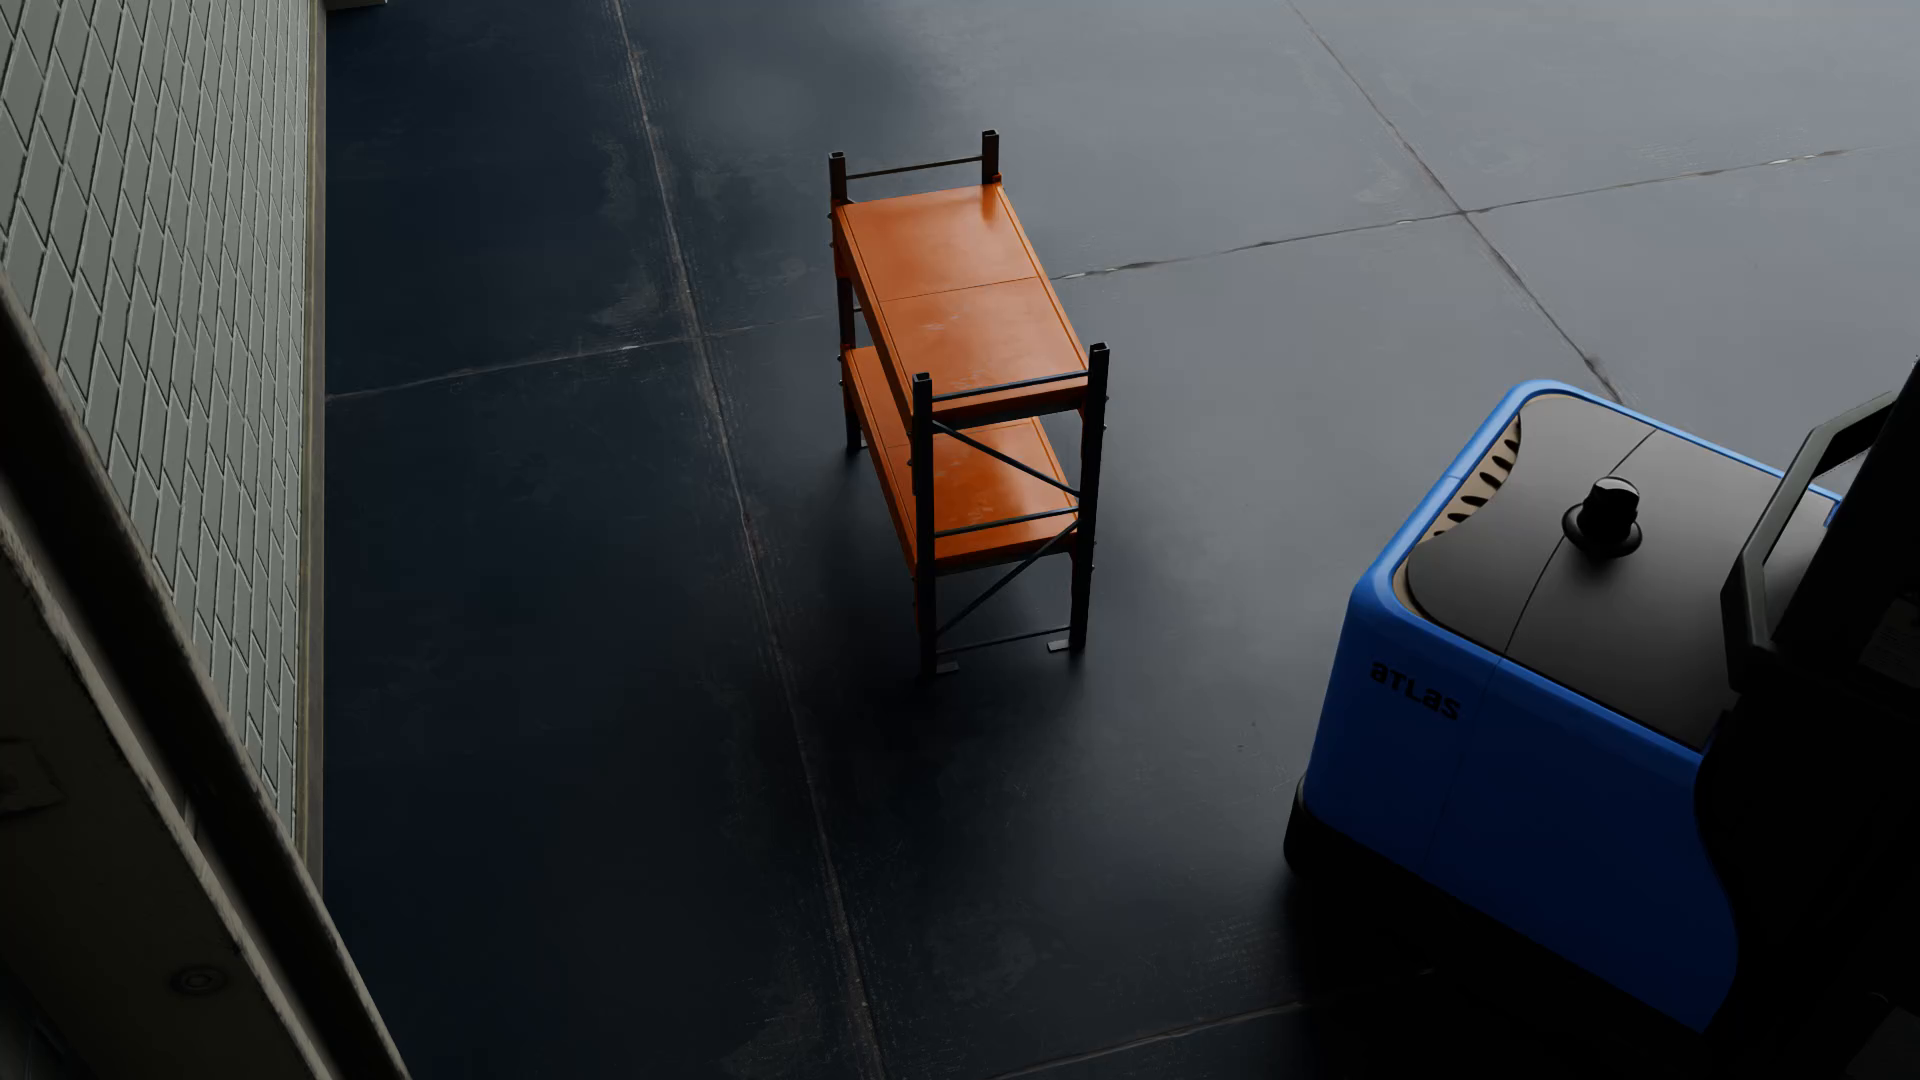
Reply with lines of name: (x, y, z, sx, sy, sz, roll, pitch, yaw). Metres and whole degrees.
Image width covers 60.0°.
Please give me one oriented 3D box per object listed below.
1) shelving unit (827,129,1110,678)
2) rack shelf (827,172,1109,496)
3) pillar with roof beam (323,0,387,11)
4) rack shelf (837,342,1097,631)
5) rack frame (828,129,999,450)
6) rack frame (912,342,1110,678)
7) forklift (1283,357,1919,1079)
shelving unit: (-0.002, -0.398, 4.853, 0.538, 1.125, 1.048, -11, 47, -10)
rack shelf: (-0.002, -0.603, 4.644, 0.538, 0.278, 1.000, -11, 47, -10)
pillar with roof beam: (1.314, -6.524, 5.343, 9.100, 9.000, 0.400, -11, 47, -10)
rack shelf: (-0.002, -0.227, 5.027, 0.538, 0.278, 1.000, -11, 47, -10)
rack frame: (-0.132, -0.749, 5.197, 0.500, 1.125, 0.032, -11, 47, -10)
rack frame: (0.128, -0.047, 4.509, 0.500, 1.125, 0.032, -11, 47, -10)
forklift: (2.332, 0.202, 2.999, 3.031, 2.935, 1.130, 28, 52, 25)
